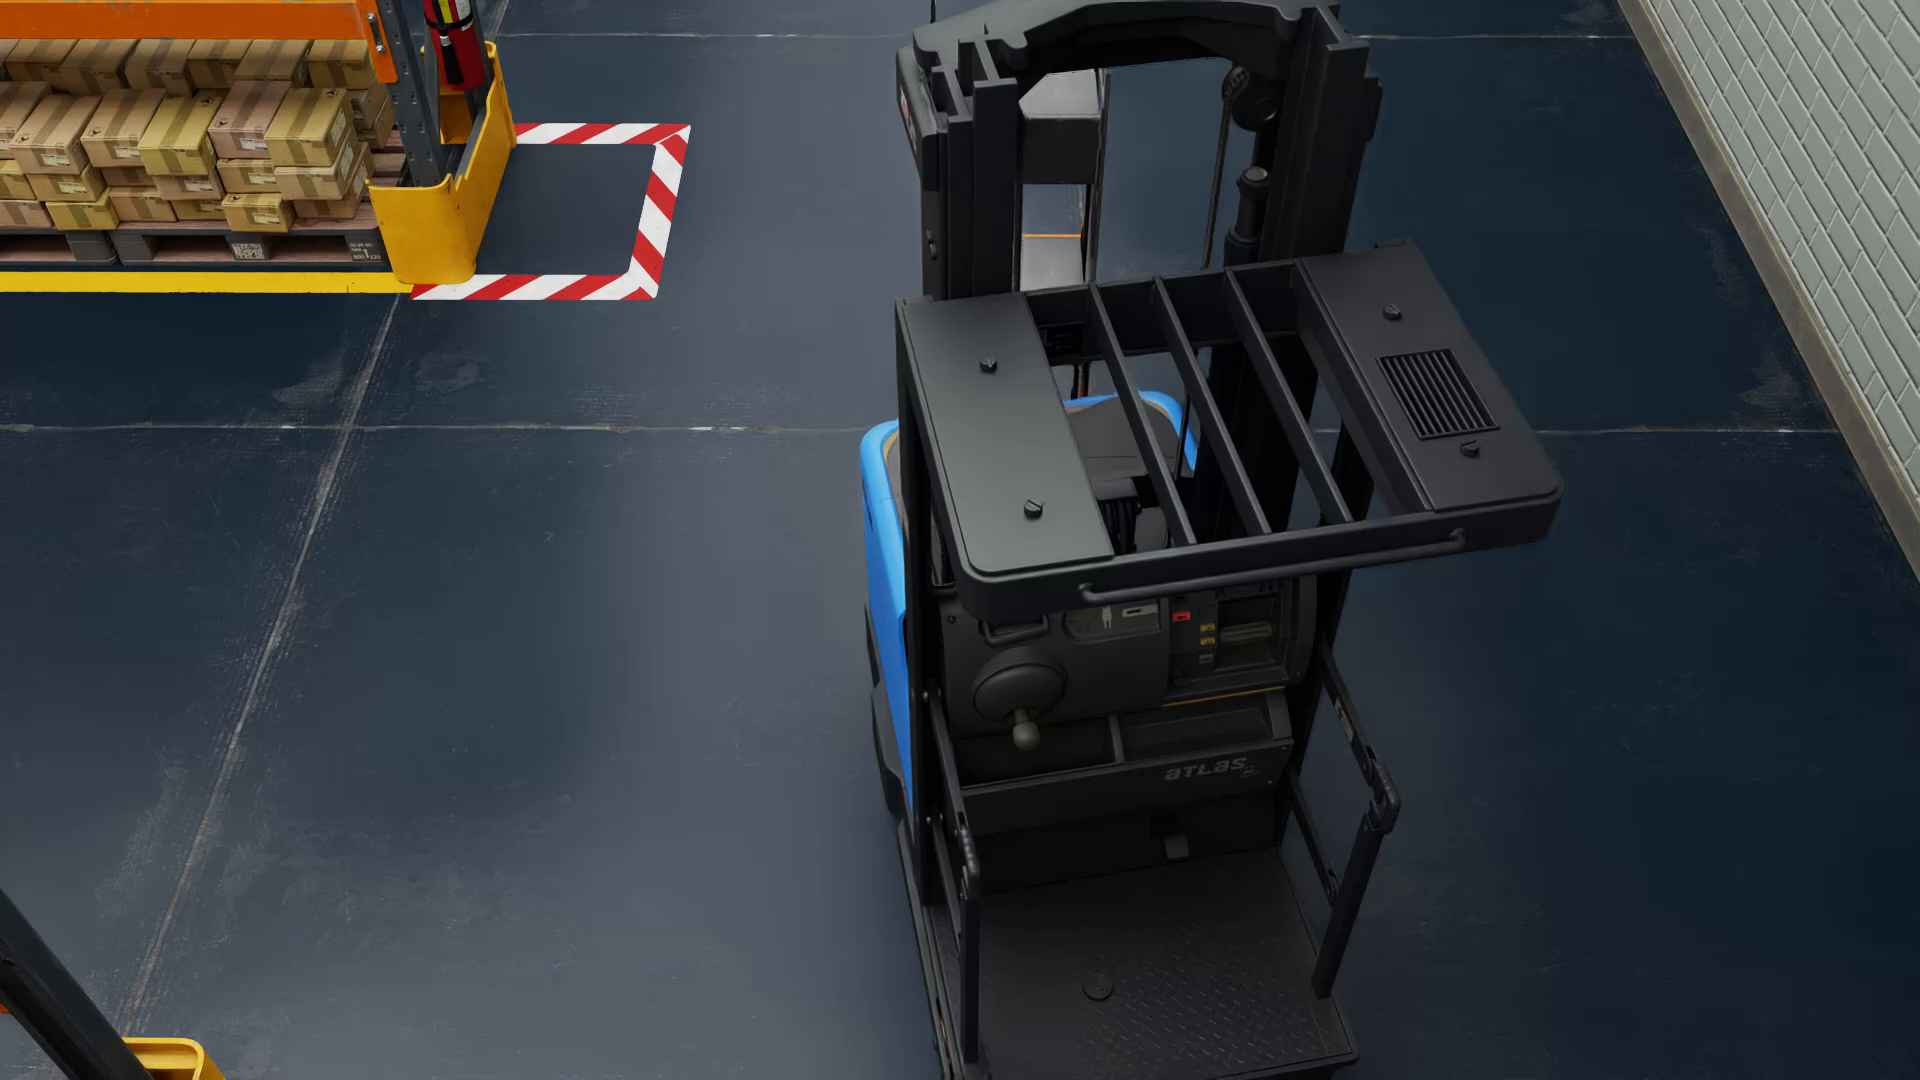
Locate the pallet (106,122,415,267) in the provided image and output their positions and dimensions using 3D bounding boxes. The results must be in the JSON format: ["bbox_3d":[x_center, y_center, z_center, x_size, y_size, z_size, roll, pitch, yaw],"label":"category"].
[{"bbox_3d":[-3.130,-1.650,7.642,1.213,0.211,1.003,0,47,0],"label":"pallet"}]

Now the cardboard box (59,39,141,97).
[{"bbox_3d":[-3.818,-2.151,7.458,0.250,0.149,0.380,2,47,2],"label":"cardboard box"}]

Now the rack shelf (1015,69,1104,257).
[{"bbox_3d":[0.166,-1.183,4.979,0.480,0.518,0.431,0,47,0],"label":"rack shelf"}]

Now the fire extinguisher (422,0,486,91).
[{"bbox_3d":[-1.992,-2.080,6.444,0.183,0.674,0.296,0,47,0],"label":"fire extinguisher"}]

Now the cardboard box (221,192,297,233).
[{"bbox_3d":[-3.027,-1.519,7.275,0.250,0.149,0.380,1,47,1],"label":"cardboard box"}]

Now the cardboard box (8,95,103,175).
[{"bbox_3d":[-3.810,-1.720,7.056,0.250,0.149,0.380,2,47,2],"label":"cardboard box"}]

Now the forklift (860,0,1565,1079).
[{"bbox_3d":[0.459,0.368,3.905,1.130,2.935,3.031,-8,48,-7],"label":"forklift"}]

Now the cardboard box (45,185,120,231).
[{"bbox_3d":[-3.793,-1.529,7.284,0.250,0.149,0.380,-2,47,-2],"label":"cardboard box"}]

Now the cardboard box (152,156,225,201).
[{"bbox_3d":[-3.290,-1.638,7.183,0.250,0.149,0.380,-2,47,-1],"label":"cardboard box"}]

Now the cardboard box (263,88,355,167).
[{"bbox_3d":[-2.772,-1.762,7.095,0.250,0.149,0.380,1,47,1],"label":"cardboard box"}]

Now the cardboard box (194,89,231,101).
[{"bbox_3d":[-3.284,-2.012,7.531,0.250,0.149,0.380,1,47,1],"label":"cardboard box"}]

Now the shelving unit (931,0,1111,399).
[{"bbox_3d":[0.166,-0.715,5.481,0.503,2.100,0.431,0,47,0],"label":"shelving unit"}]

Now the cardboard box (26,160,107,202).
[{"bbox_3d":[-3.808,-1.630,7.175,0.250,0.149,0.380,1,47,1],"label":"cardboard box"}]

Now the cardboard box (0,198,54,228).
[{"bbox_3d":[-4.066,-1.544,7.299,0.250,0.149,0.380,1,47,1],"label":"cardboard box"}]

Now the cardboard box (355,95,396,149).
[{"bbox_3d":[-2.765,-1.979,7.704,0.250,0.149,0.380,1,47,1],"label":"cardboard box"}]

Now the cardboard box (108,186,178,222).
[{"bbox_3d":[-3.537,-1.574,7.326,0.250,0.149,0.380,1,47,1],"label":"cardboard box"}]

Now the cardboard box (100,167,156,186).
[{"bbox_3d":[-3.559,-1.714,7.253,0.250,0.149,0.380,0,47,0],"label":"cardboard box"}]

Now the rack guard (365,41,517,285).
[{"bbox_3d":[-2.318,-1.720,7.510,0.348,0.500,1.175,0,47,0],"label":"rack guard"}]

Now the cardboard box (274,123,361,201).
[{"bbox_3d":[-2.771,-1.637,7.182,0.250,0.149,0.380,-1,47,-1],"label":"cardboard box"}]

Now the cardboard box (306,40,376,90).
[{"bbox_3d":[-2.765,-2.196,7.499,0.250,0.149,0.380,-2,47,-2],"label":"cardboard box"}]

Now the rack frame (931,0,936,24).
[{"bbox_3d":[-0.078,-0.716,5.482,0.015,2.100,0.400,0,47,0],"label":"rack frame"}]

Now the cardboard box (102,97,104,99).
[{"bbox_3d":[-3.805,-2.024,7.542,0.250,0.149,0.380,-2,47,-2],"label":"cardboard box"}]

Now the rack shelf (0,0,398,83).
[{"bbox_3d":[-4.242,-2.332,6.863,4.000,0.370,1.077,0,47,0],"label":"rack shelf"}]

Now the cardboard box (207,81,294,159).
[{"bbox_3d":[-3.023,-1.805,7.135,0.250,0.149,0.380,1,47,1],"label":"cardboard box"}]

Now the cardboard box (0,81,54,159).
[{"bbox_3d":[-4.073,-1.802,7.132,0.250,0.149,0.380,-1,47,-1],"label":"cardboard box"}]

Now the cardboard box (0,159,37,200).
[{"bbox_3d":[-4.065,-1.644,7.188,0.250,0.149,0.380,2,47,2],"label":"cardboard box"}]

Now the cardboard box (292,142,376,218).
[{"bbox_3d":[-2.769,-1.592,7.344,0.250,0.149,0.380,1,47,1],"label":"cardboard box"}]

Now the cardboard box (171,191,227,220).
[{"bbox_3d":[-3.290,-1.583,7.335,0.250,0.149,0.380,0,47,0],"label":"cardboard box"}]

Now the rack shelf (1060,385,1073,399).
[{"bbox_3d":[0.166,-0.229,6.003,0.480,0.518,0.431,0,47,0],"label":"rack shelf"}]

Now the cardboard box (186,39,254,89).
[{"bbox_3d":[-3.292,-2.204,7.506,0.250,0.149,0.380,0,47,0],"label":"cardboard box"}]

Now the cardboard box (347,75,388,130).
[{"bbox_3d":[-2.765,-2.034,7.552,0.250,0.149,0.380,2,47,2],"label":"cardboard box"}]

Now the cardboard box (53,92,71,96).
[{"bbox_3d":[-4.077,-1.994,7.514,0.250,0.149,0.380,2,47,2],"label":"cardboard box"}]

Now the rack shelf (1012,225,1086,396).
[{"bbox_3d":[0.166,-0.706,5.491,0.480,0.518,0.431,0,47,0],"label":"rack shelf"}]

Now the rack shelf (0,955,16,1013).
[{"bbox_3d":[-4.159,1.291,3.490,4.000,0.370,1.077,0,47,0],"label":"rack shelf"}]

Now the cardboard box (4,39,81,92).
[{"bbox_3d":[-4.081,-2.186,7.489,0.250,0.149,0.380,1,47,1],"label":"cardboard box"}]

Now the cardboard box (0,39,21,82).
[{"bbox_3d":[-4.332,-2.116,7.425,0.250,0.149,0.380,0,47,0],"label":"cardboard box"}]

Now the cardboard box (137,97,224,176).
[{"bbox_3d":[-3.283,-1.713,7.049,0.250,0.149,0.380,-1,47,-1],"label":"cardboard box"}]

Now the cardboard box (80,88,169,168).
[{"bbox_3d":[-3.541,-1.760,7.093,0.250,0.149,0.380,-2,47,-1],"label":"cardboard box"}]

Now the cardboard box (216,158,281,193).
[{"bbox_3d":[-3.032,-1.678,7.220,0.250,0.149,0.380,-1,47,-1],"label":"cardboard box"}]

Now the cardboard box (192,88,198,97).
[{"bbox_3d":[-3.540,-2.092,7.606,0.250,0.149,0.380,1,47,1],"label":"cardboard box"}]

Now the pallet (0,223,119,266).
[{"bbox_3d":[-4.347,-1.656,7.647,1.213,0.211,1.003,0,47,0],"label":"pallet"}]

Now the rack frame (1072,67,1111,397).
[{"bbox_3d":[0.410,-0.714,5.480,0.015,2.100,0.400,0,47,0],"label":"rack frame"}]

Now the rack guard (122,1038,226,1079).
[{"bbox_3d":[-2.135,1.903,4.137,0.348,0.500,1.175,0,47,0],"label":"rack guard"}]

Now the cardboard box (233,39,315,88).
[{"bbox_3d":[-3.041,-2.109,7.418,0.250,0.149,0.380,1,47,1],"label":"cardboard box"}]

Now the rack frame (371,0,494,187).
[{"bbox_3d":[-2.242,-2.572,6.595,0.127,3.000,1.000,0,47,0],"label":"rack frame"}]

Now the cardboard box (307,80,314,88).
[{"bbox_3d":[-3.038,-2.076,7.591,0.250,0.149,0.380,0,47,0],"label":"cardboard box"}]

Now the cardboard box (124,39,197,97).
[{"bbox_3d":[-3.540,-2.144,7.450,0.250,0.149,0.380,-2,47,-2],"label":"cardboard box"}]
